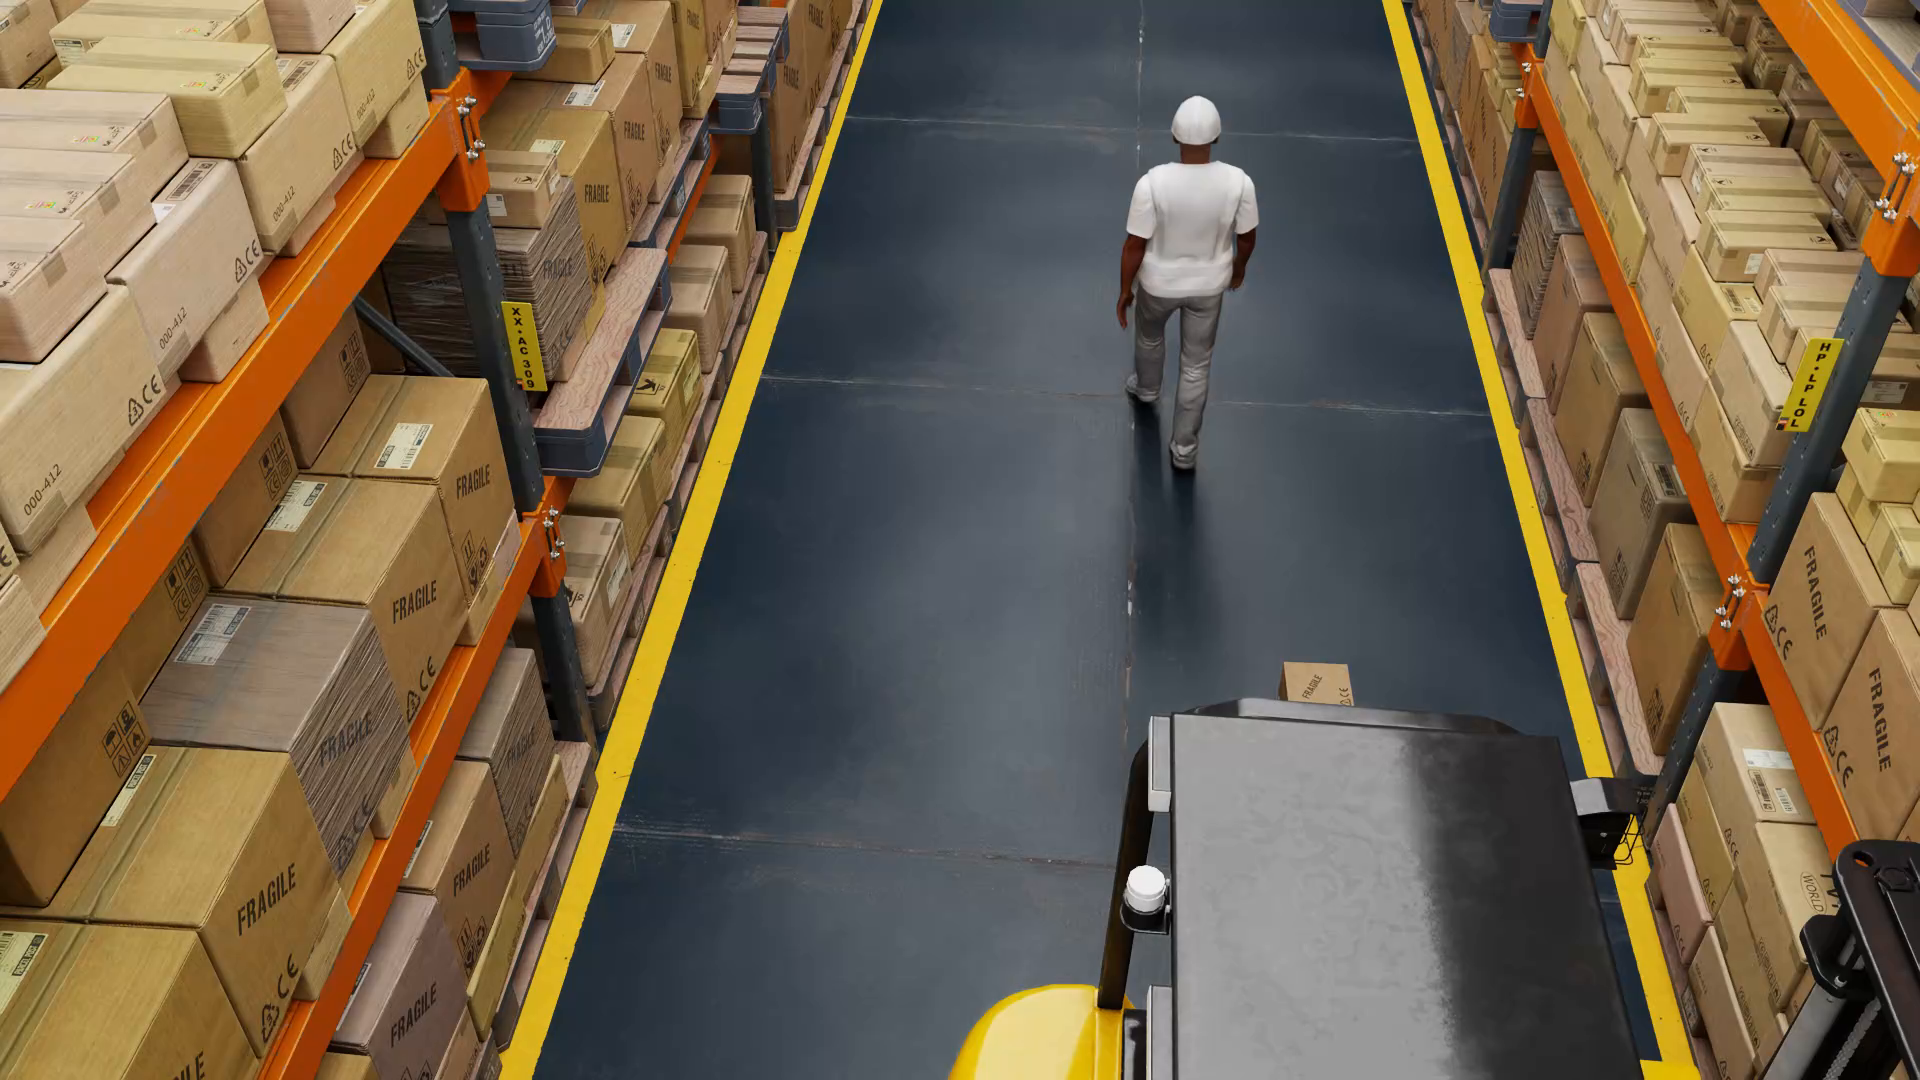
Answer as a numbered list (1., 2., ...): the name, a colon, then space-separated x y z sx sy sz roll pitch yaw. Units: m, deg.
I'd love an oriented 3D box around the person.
1. person: 1.022 -1.228 7.603 0.606 1.773 0.826 2 40 3
